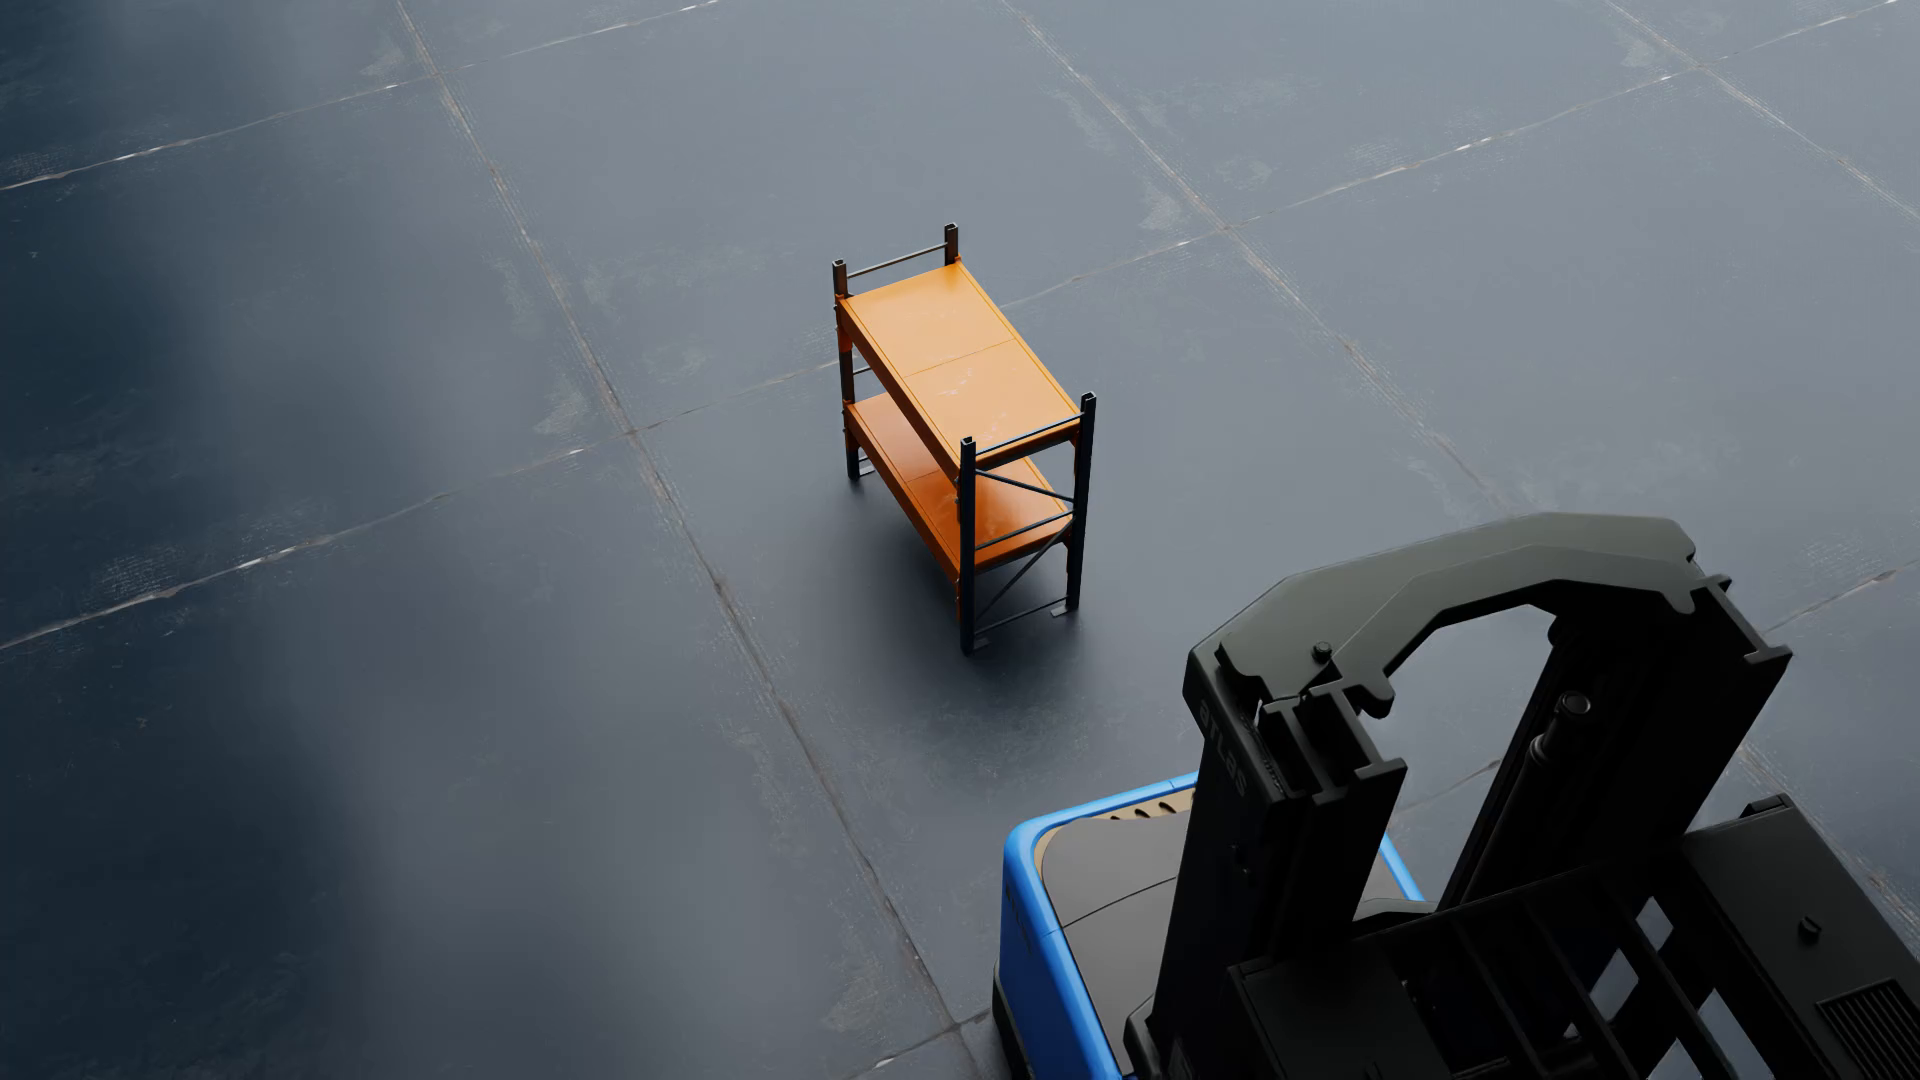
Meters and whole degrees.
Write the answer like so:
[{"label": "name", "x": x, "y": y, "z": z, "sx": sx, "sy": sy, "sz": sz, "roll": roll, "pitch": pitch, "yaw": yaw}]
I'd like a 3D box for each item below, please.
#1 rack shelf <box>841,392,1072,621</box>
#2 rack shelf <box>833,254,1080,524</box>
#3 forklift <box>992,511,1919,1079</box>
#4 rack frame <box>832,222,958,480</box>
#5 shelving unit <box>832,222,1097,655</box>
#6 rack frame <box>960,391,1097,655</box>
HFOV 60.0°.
[{"label": "rack shelf", "x": -0.003, "y": -0.214, "z": 6.407, "sx": 0.538, "sy": 0.278, "sz": 1.000, "roll": -21, "pitch": 52, "yaw": -18}, {"label": "rack shelf", "x": -0.003, "y": -0.568, "z": 6.003, "sx": 0.538, "sy": 0.278, "sz": 1.000, "roll": -21, "pitch": 52, "yaw": -18}, {"label": "forklift", "x": 1.047, "y": 1.468, "z": 3.412, "sx": 1.130, "sy": 2.935, "sz": 3.031, "roll": -14, "pitch": 50, "yaw": -12}, {"label": "rack frame", "x": -0.236, "y": -0.715, "z": 6.521, "sx": 0.500, "sy": 1.125, "sz": 0.032, "roll": -21, "pitch": 52, "yaw": -18}, {"label": "shelving unit", "x": -0.003, "y": -0.375, "z": 6.223, "sx": 0.538, "sy": 1.125, "sz": 1.048, "roll": -21, "pitch": 52, "yaw": -18}, {"label": "rack frame", "x": 0.230, "y": -0.035, "z": 5.926, "sx": 0.500, "sy": 1.125, "sz": 0.032, "roll": -21, "pitch": 52, "yaw": -18}]
